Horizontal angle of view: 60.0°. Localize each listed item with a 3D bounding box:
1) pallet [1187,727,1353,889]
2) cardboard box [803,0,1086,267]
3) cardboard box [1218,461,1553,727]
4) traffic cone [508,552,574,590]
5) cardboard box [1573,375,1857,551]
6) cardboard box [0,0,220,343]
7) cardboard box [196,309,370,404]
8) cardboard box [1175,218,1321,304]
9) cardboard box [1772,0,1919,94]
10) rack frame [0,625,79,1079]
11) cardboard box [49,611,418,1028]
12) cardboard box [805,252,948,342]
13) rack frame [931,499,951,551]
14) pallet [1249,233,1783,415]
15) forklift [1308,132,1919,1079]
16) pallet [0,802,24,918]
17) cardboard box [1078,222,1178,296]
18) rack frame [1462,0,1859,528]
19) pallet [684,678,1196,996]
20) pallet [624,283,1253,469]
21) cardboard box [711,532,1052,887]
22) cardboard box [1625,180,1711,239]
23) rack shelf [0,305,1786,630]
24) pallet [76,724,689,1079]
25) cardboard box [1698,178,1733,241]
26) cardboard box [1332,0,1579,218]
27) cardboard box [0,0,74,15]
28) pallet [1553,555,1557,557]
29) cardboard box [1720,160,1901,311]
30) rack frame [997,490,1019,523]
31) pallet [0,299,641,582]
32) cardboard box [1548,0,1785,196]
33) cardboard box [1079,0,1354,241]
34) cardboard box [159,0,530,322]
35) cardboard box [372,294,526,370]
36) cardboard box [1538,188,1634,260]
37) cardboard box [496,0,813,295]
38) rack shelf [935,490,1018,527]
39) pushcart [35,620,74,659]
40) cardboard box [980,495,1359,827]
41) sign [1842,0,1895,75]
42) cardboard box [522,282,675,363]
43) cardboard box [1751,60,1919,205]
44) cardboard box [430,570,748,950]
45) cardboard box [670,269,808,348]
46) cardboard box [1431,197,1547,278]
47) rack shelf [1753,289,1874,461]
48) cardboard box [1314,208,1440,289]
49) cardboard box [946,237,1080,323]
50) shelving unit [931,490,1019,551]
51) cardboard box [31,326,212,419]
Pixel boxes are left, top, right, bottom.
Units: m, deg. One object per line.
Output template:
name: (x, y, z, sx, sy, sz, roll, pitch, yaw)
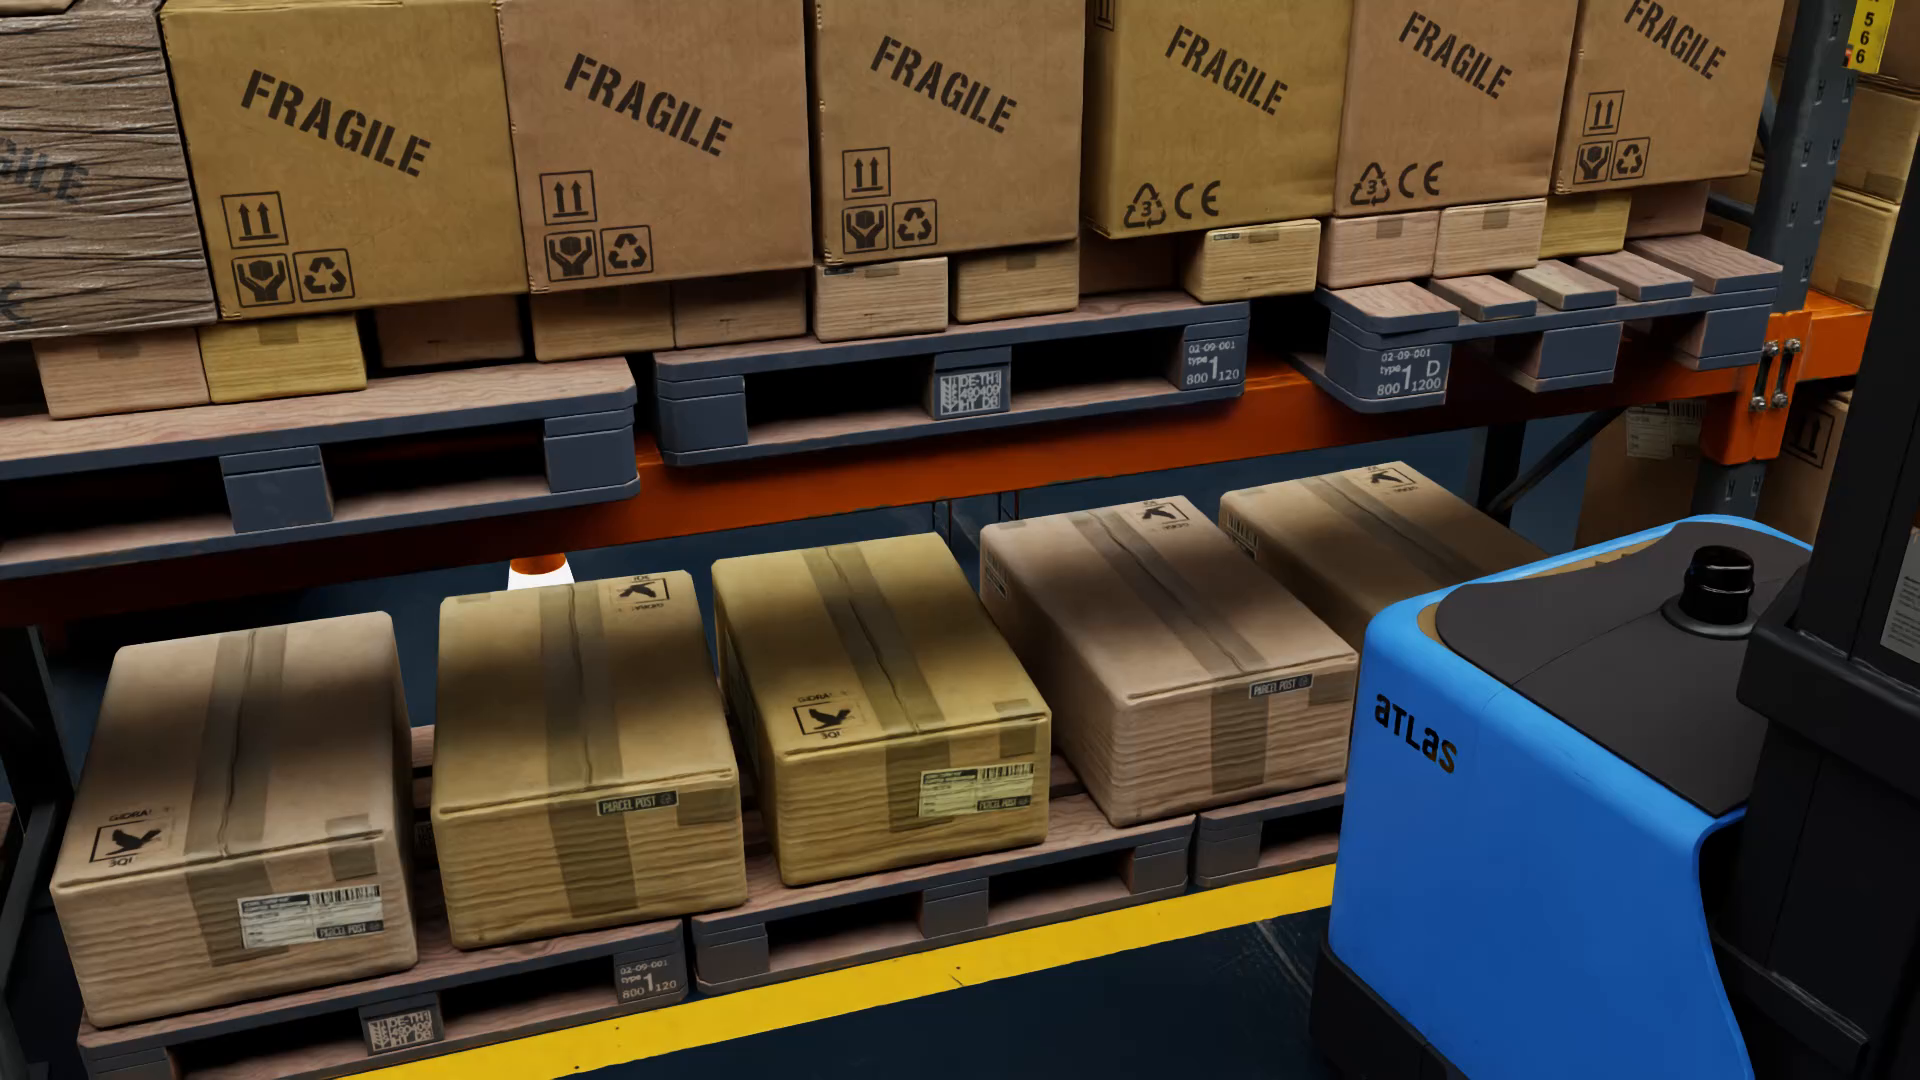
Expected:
pallet: (0.996, 0.463, 4.579, 1.213, 0.211, 1.003, -8, 28, -16)
cardboard box: (-0.094, -0.858, 3.186, 0.500, 0.500, 0.500, -9, 28, -18)
cardboard box: (1.199, 0.170, 4.517, 0.625, 0.372, 0.950, -10, 28, -20)
traffic cone: (-1.318, 0.032, 5.166, 0.334, 0.463, 0.336, -8, 28, -16)
cardboard box: (2.422, -0.189, 4.675, 0.875, 0.875, 0.875, -8, 28, -17)
cardboard box: (-1.529, -0.651, 2.769, 0.500, 0.500, 0.500, -8, 27, -15)
cardboard box: (-1.200, -0.391, 2.974, 0.250, 0.149, 0.380, -8, 27, -15)
cardboard box: (0.543, -0.627, 3.451, 0.250, 0.149, 0.380, -8, 27, -15)
cardboard box: (2.284, -1.350, 3.859, 0.500, 0.500, 0.500, -9, 28, -18)
rack frame: (-2.064, -0.342, 3.065, 0.127, 3.000, 1.000, -8, 28, -16)
cardboard box: (-1.566, 0.574, 3.704, 0.625, 0.372, 0.950, -8, 27, -15)
cardboard box: (-0.193, -0.528, 3.250, 0.250, 0.149, 0.380, -7, 27, -14)
rack frame: (-0.065, -0.461, 5.498, 0.008, 1.050, 0.200, -8, 28, -16)
pallet: (1.095, -0.664, 3.929, 1.003, 0.211, 1.213, -8, 28, -16)
forklift: (1.870, 0.255, 1.941, 1.130, 2.935, 3.031, -13, 29, -25)
pallet: (-2.691, 1.015, 3.469, 1.213, 0.211, 1.003, -8, 28, -16)
cardboard box: (0.265, -0.646, 3.488, 0.250, 0.149, 0.380, -8, 28, -16)
rack frame: (1.740, -0.893, 4.175, 0.127, 3.000, 1.000, -8, 28, -16)
pallet: (-0.162, 0.630, 4.244, 1.213, 0.211, 1.003, -8, 28, -16)
pallet: (-0.130, -0.517, 3.633, 1.213, 0.211, 1.003, -8, 28, -16)
cardboard box: (-0.223, 0.377, 4.100, 0.625, 0.372, 0.950, -7, 27, -14)
cardboard box: (1.501, -0.824, 3.846, 0.250, 0.149, 0.380, -7, 27, -14)
rack shelf: (-0.162, -0.295, 3.780, 4.000, 0.370, 1.077, -8, 28, -16)
pallet: (-1.324, 0.799, 3.902, 1.213, 0.211, 1.003, -8, 28, -16)
cardboard box: (2.140, -1.005, 4.569, 0.500, 0.250, 0.500, -9, 28, -18)
cardboard box: (0.905, -1.003, 3.477, 0.500, 0.500, 0.500, -9, 28, -17)
cardboard box: (-1.507, -0.914, 2.568, 0.250, 0.149, 0.380, -8, 28, -16)
pallet: (2.513, 0.280, 4.949, 1.213, 0.211, 1.003, -8, 28, -16)
cardboard box: (2.283, -0.786, 4.130, 0.500, 0.250, 0.500, -9, 28, -17)
rack frame: (0.167, -0.494, 5.565, 0.008, 1.050, 0.200, -8, 28, -16)
pallet: (-1.292, -0.300, 3.196, 1.213, 0.211, 1.003, -8, 28, -16)
cardboard box: (1.393, -1.079, 3.630, 0.500, 0.500, 0.500, -9, 28, -18)
cardboard box: (0.426, -0.933, 3.336, 0.500, 0.500, 0.500, -10, 28, -20)
cardboard box: (-1.053, -0.720, 2.909, 0.500, 0.500, 0.500, -8, 28, -16)
cardboard box: (-0.954, -0.462, 3.117, 0.250, 0.149, 0.380, -6, 27, -13)
cardboard box: (1.268, -0.756, 3.710, 0.250, 0.149, 0.380, -8, 27, -15)
cardboard box: (-0.579, -0.783, 3.034, 0.500, 0.500, 0.500, -8, 28, -16)
rack shelf: (0.051, -0.219, 5.660, 0.240, 0.259, 0.215, -8, 28, -16)
pushcart: (-2.817, -0.124, 5.576, 0.936, 0.377, 1.648, -19, 32, -33)
cardboard box: (0.500, 0.275, 4.306, 0.625, 0.372, 0.950, -9, 28, -17)
sign: (1.917, -1.148, 3.475, 0.005, 0.325, 0.100, -8, 28, -16)
cardboard box: (-0.697, -0.480, 3.153, 0.250, 0.149, 0.380, -8, 27, -15)
cardboard box: (2.298, -1.015, 4.027, 0.500, 0.250, 0.500, -8, 28, -16)
cardboard box: (-0.883, 0.473, 3.906, 0.625, 0.372, 0.950, -7, 27, -13)
cardboard box: (-0.461, -0.513, 3.220, 0.250, 0.149, 0.380, -8, 28, -16)
cardboard box: (1.043, -0.702, 3.602, 0.250, 0.149, 0.380, -8, 28, -17)
rack shelf: (3.641, -0.846, 4.889, 4.000, 0.370, 1.077, -8, 28, -16)
cardboard box: (0.801, -0.671, 3.539, 0.250, 0.149, 0.380, -10, 28, -19)
cardboard box: (0.052, -0.577, 3.349, 0.250, 0.149, 0.380, -9, 28, -18)
shelving unit: (0.051, -0.478, 5.531, 0.252, 1.050, 0.215, -8, 28, -16)
cardboard box: (-1.440, -0.360, 2.912, 0.250, 0.149, 0.380, -8, 27, -15)
